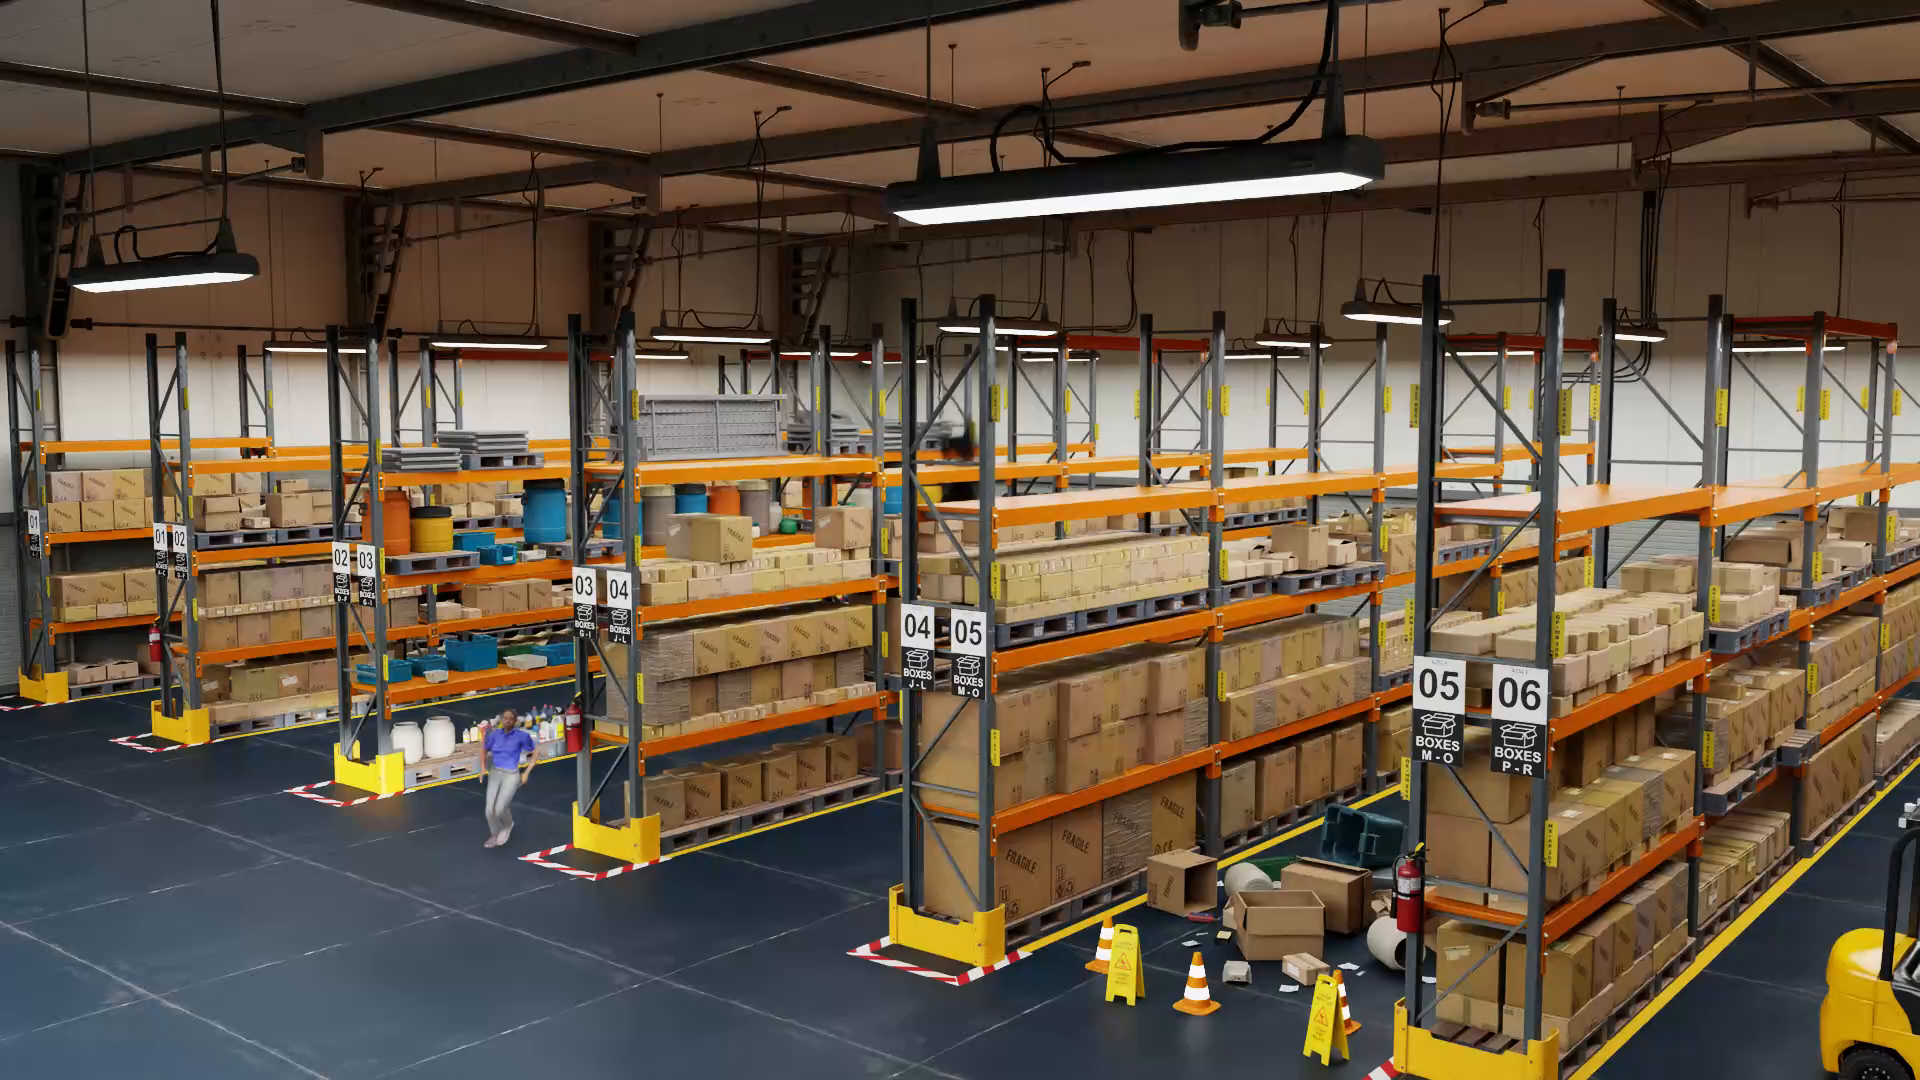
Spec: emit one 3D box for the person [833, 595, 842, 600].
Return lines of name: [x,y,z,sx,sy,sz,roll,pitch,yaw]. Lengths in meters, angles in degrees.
person: [-2.460,1.344,32.385,0.695,1.771,0.962,2,6,24]

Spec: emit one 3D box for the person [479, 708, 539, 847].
person: [-5.126,2.695,18.707,0.613,1.589,0.545,1,5,11]
